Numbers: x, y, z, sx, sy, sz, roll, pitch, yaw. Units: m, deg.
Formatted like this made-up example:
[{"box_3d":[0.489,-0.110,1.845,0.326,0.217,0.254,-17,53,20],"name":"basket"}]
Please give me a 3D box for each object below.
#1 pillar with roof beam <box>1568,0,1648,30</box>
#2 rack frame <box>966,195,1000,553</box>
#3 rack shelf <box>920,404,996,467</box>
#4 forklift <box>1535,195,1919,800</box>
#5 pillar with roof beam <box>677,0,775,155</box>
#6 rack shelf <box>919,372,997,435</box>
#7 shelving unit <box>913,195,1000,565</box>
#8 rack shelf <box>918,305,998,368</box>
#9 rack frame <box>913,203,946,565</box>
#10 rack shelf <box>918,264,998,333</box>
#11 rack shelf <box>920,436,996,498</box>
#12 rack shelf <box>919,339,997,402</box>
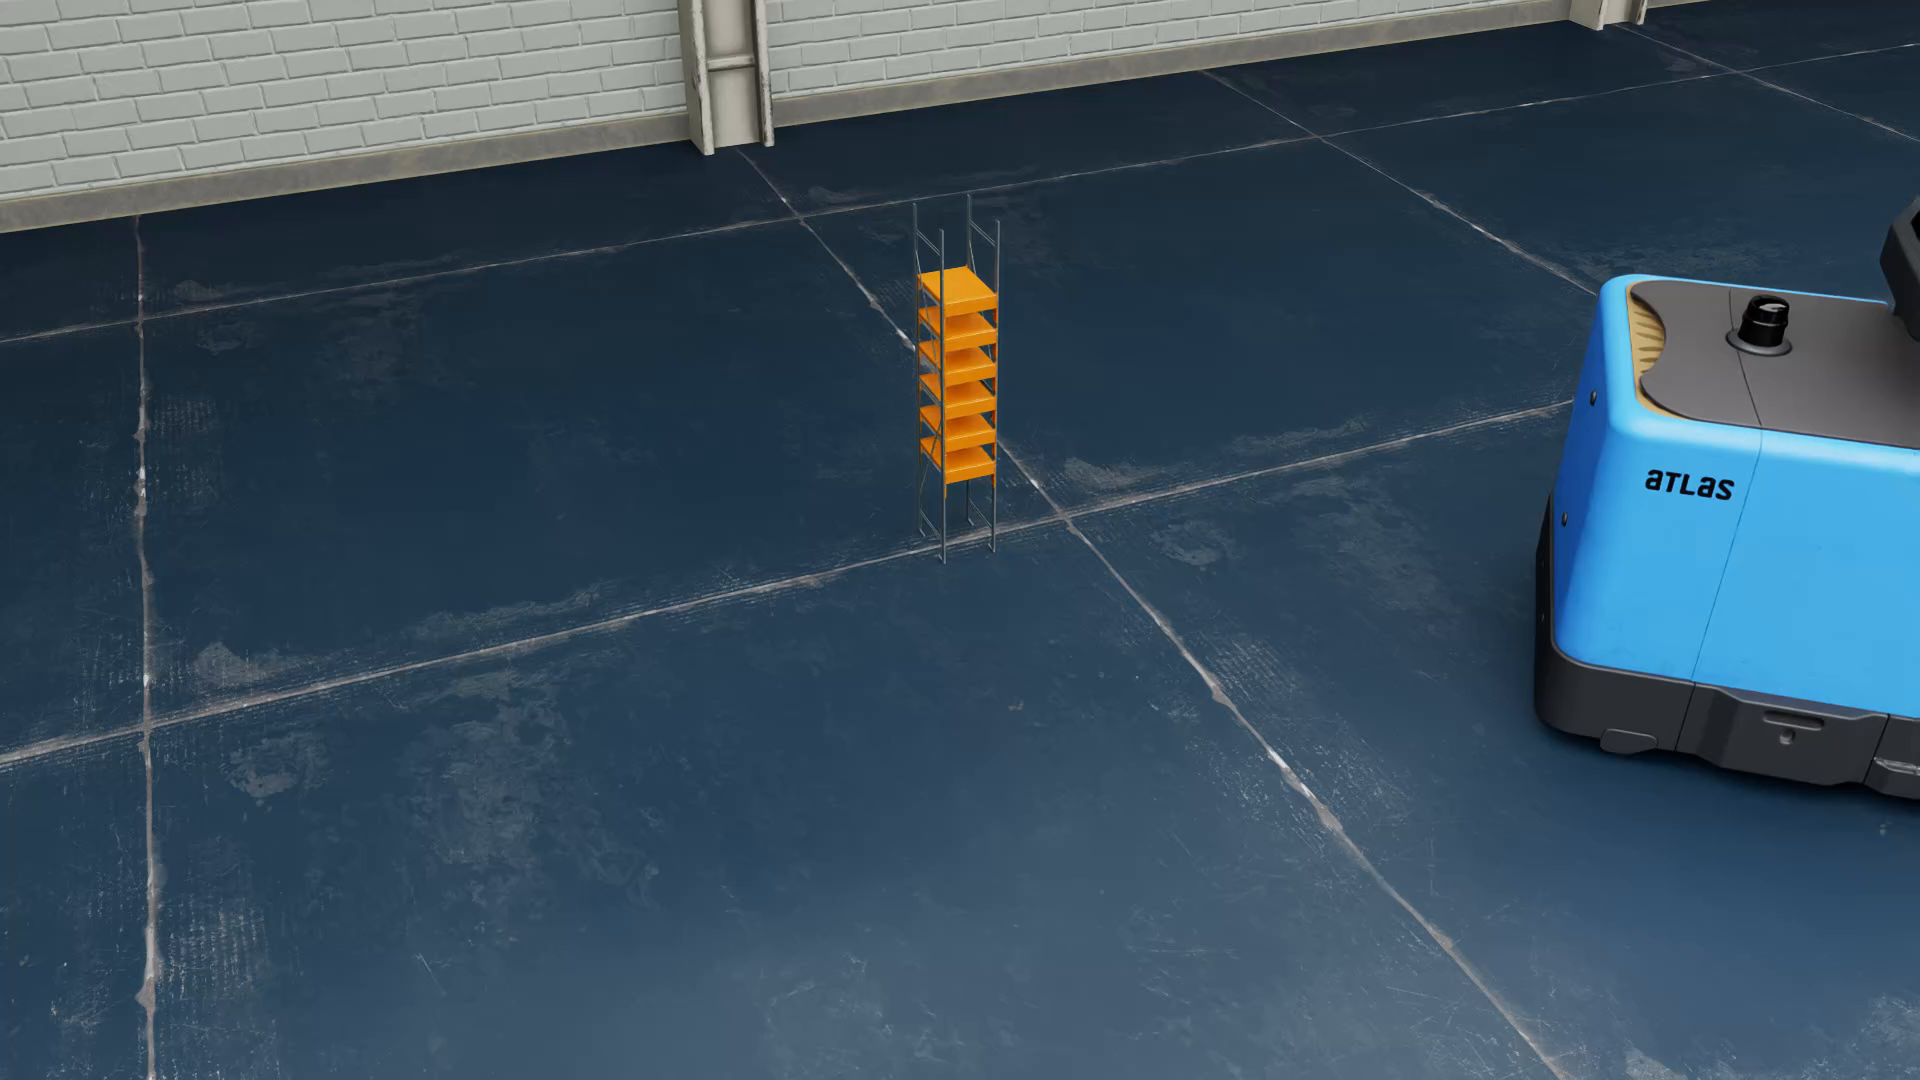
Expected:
[{"box_3d":[5.949,-5.058,5.272,0.400,9.000,9.100,-13,35,-19],"name":"pillar with roof beam"},{"box_3d":[0.071,-0.519,5.448,0.006,1.200,0.240,-13,35,-19],"name":"rack frame"},{"box_3d":[-0.013,-0.362,5.508,0.180,0.103,0.258,-13,35,-19],"name":"rack shelf"},{"box_3d":[3.256,-0.669,4.091,3.031,2.935,1.130,9,34,14],"name":"forklift"},{"box_3d":[0.417,-3.791,3.325,0.400,9.000,9.100,-13,35,-19],"name":"pillar with roof beam"},{"box_3d":[-0.013,-0.463,5.442,0.180,0.103,0.258,-13,35,-19],"name":"rack shelf"},{"box_3d":[-0.013,-0.500,5.418,0.189,1.200,0.258,-13,35,-19],"name":"shelving unit"},{"box_3d":[-0.013,-0.664,5.311,0.180,0.103,0.258,-13,35,-19],"name":"rack shelf"},{"box_3d":[-0.098,-0.481,5.388,0.006,1.200,0.240,-13,35,-19],"name":"rack frame"},{"box_3d":[-0.013,-0.764,5.246,0.180,0.103,0.258,-13,35,-19],"name":"rack shelf"},{"box_3d":[-0.013,-0.261,5.573,0.180,0.103,0.258,-13,35,-19],"name":"rack shelf"},{"box_3d":[-0.013,-0.563,5.377,0.180,0.103,0.258,-13,35,-19],"name":"rack shelf"}]
